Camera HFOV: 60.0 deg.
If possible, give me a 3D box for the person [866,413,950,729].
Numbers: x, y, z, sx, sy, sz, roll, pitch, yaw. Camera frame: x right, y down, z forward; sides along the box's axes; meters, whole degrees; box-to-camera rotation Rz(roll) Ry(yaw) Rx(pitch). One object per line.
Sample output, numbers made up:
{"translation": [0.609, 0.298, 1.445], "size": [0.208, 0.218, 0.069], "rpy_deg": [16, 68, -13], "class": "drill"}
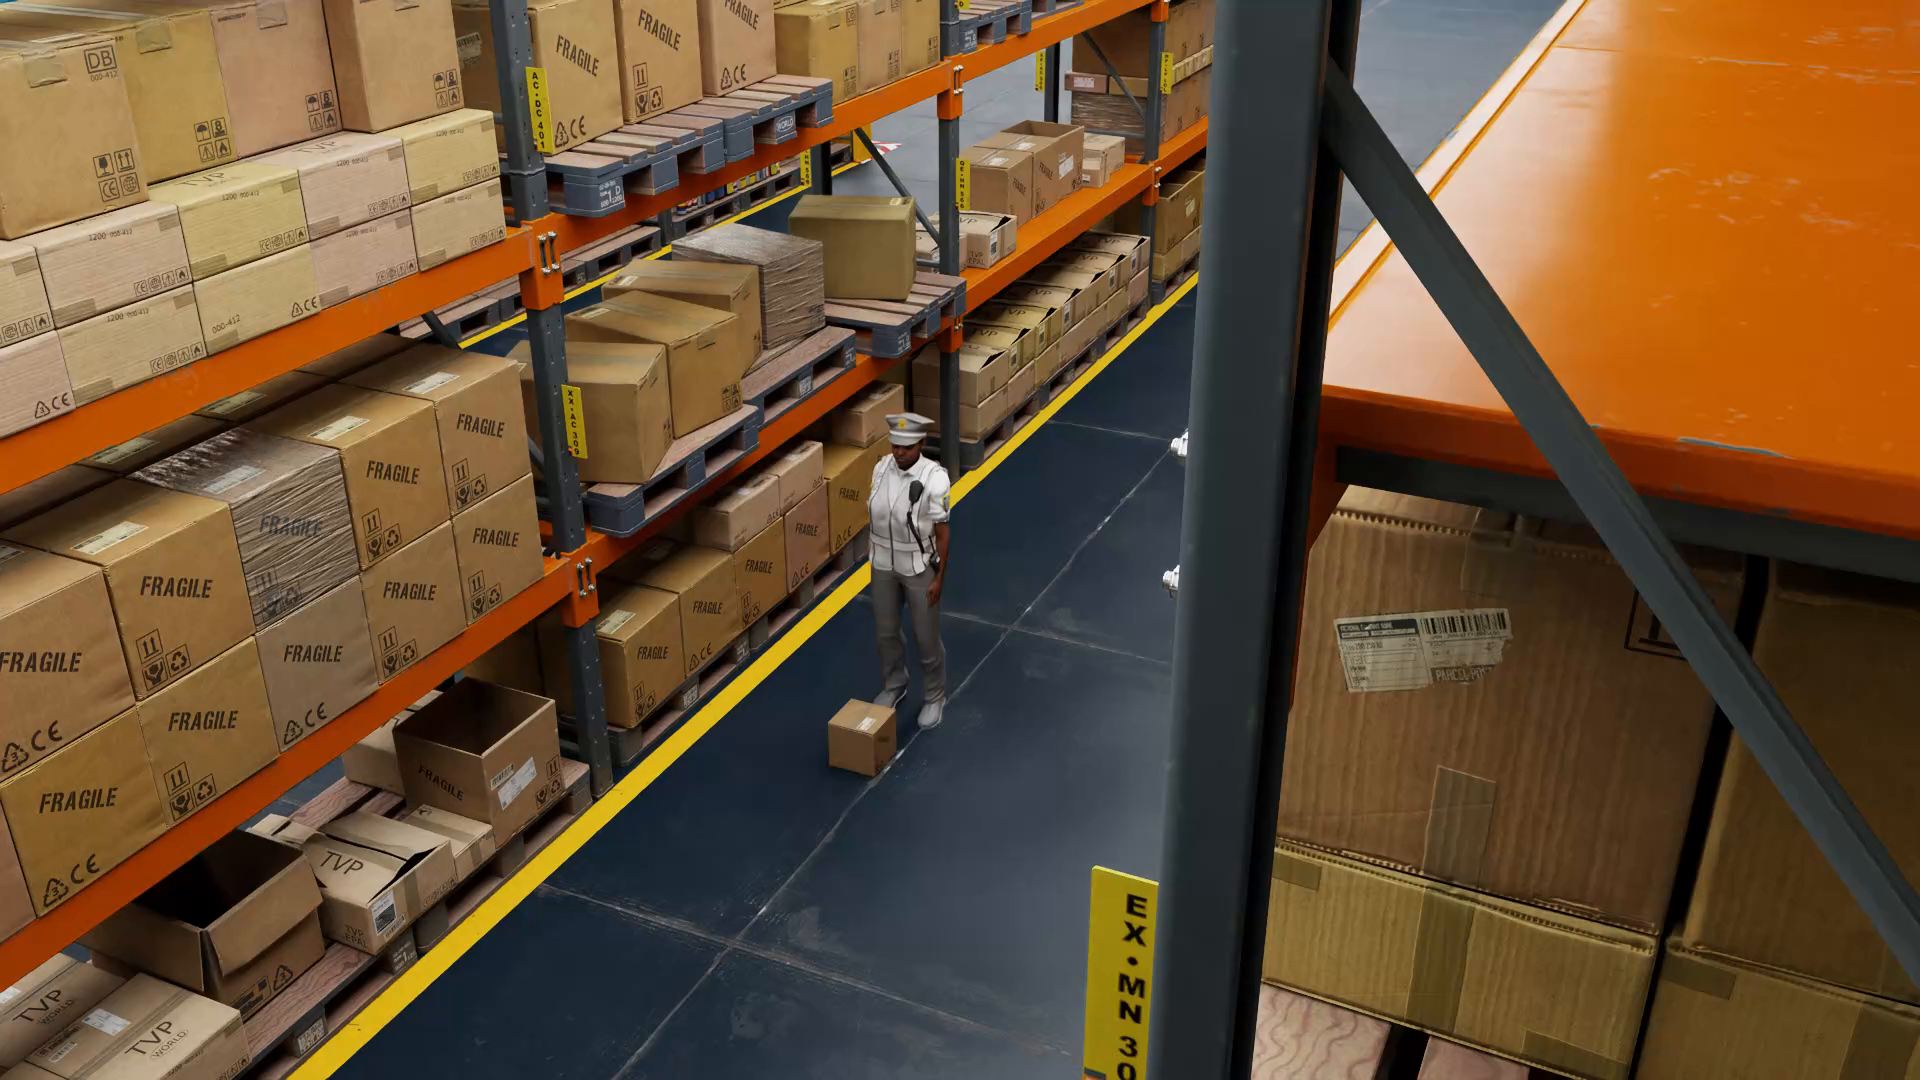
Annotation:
{"translation": [-0.260, 0.151, 8.306], "size": [0.436, 1.697, 0.339], "rpy_deg": [12, 29, 24], "class": "person"}
